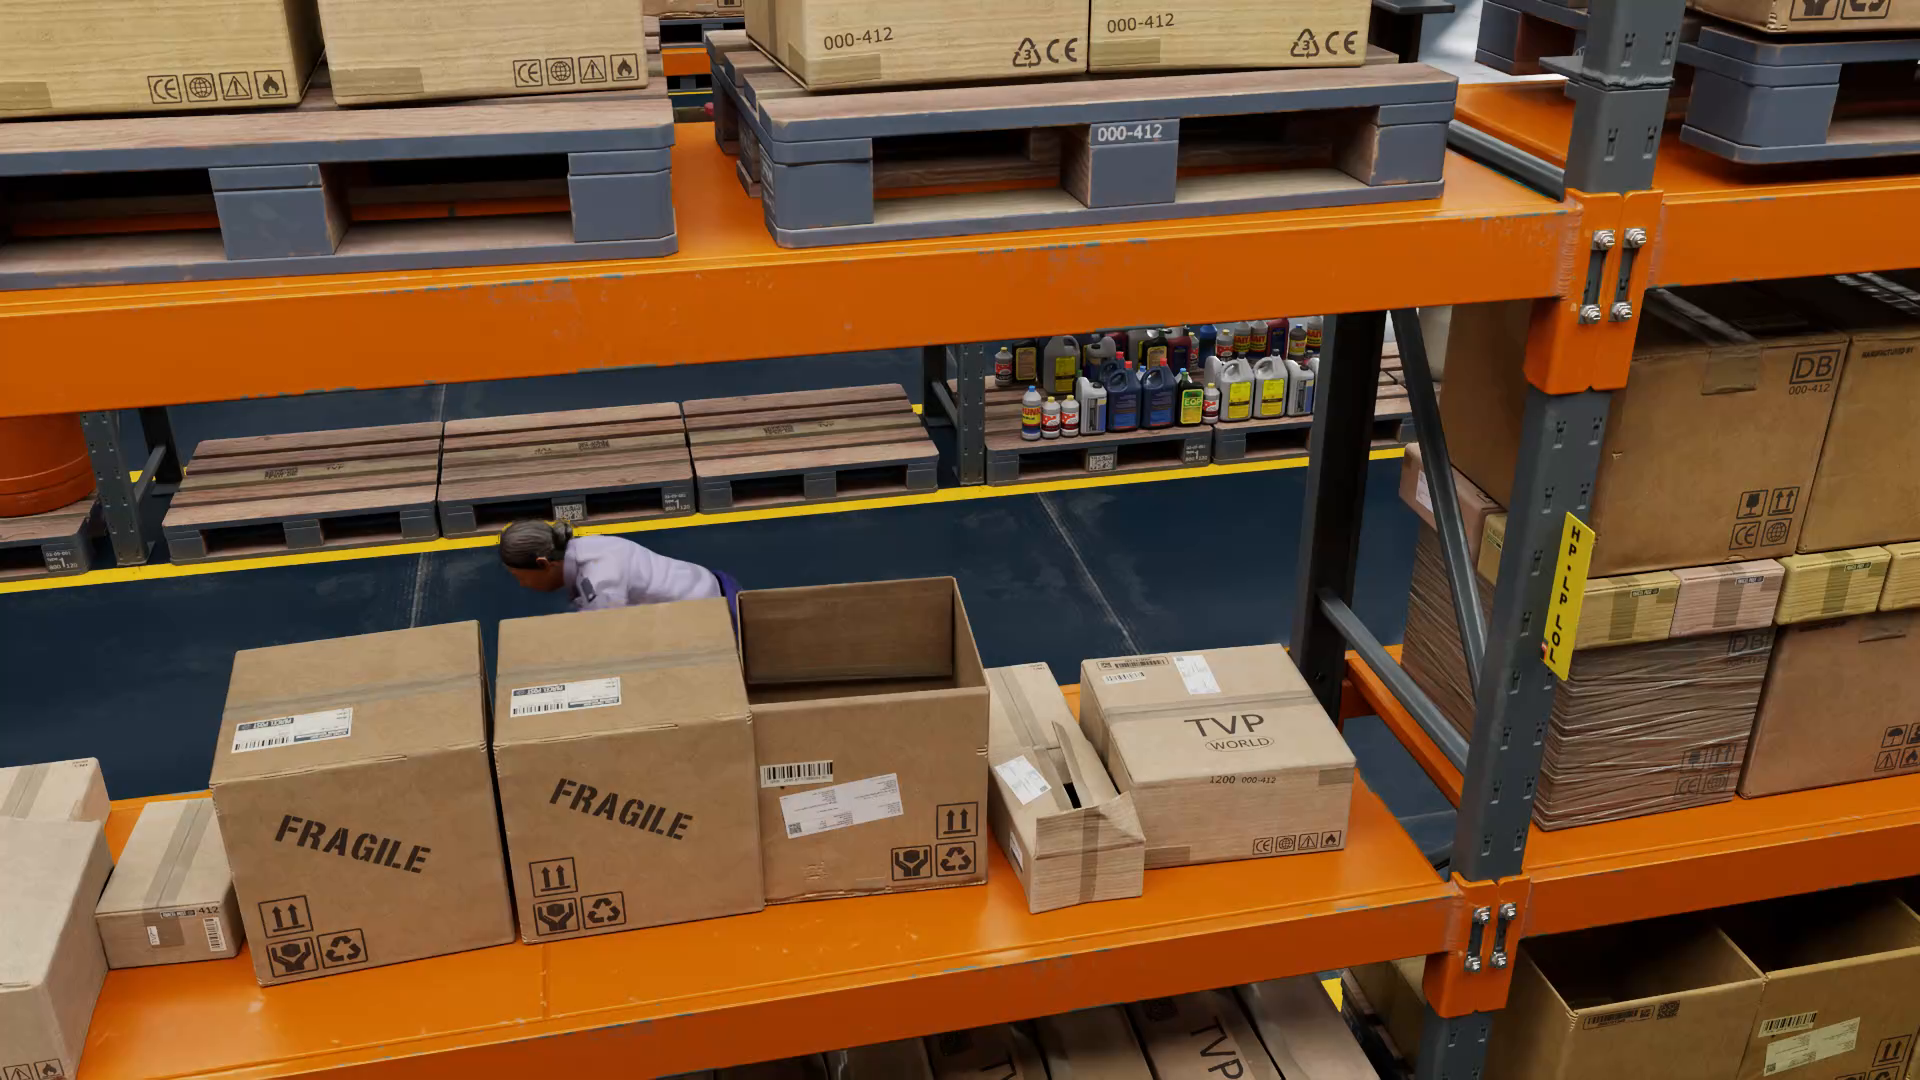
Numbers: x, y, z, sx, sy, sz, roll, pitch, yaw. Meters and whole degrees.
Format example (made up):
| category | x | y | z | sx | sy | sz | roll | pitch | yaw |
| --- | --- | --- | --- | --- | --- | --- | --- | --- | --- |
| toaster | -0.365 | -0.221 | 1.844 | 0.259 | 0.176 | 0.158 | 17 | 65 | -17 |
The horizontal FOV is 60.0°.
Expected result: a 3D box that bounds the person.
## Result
| category | x | y | z | sx | sy | sz | roll | pitch | yaw |
| --- | --- | --- | --- | --- | --- | --- | --- | --- | --- |
| person | -1.052 | 0.482 | 5.556 | 0.813 | 1.318 | 0.456 | -7 | 28 | -13 |
